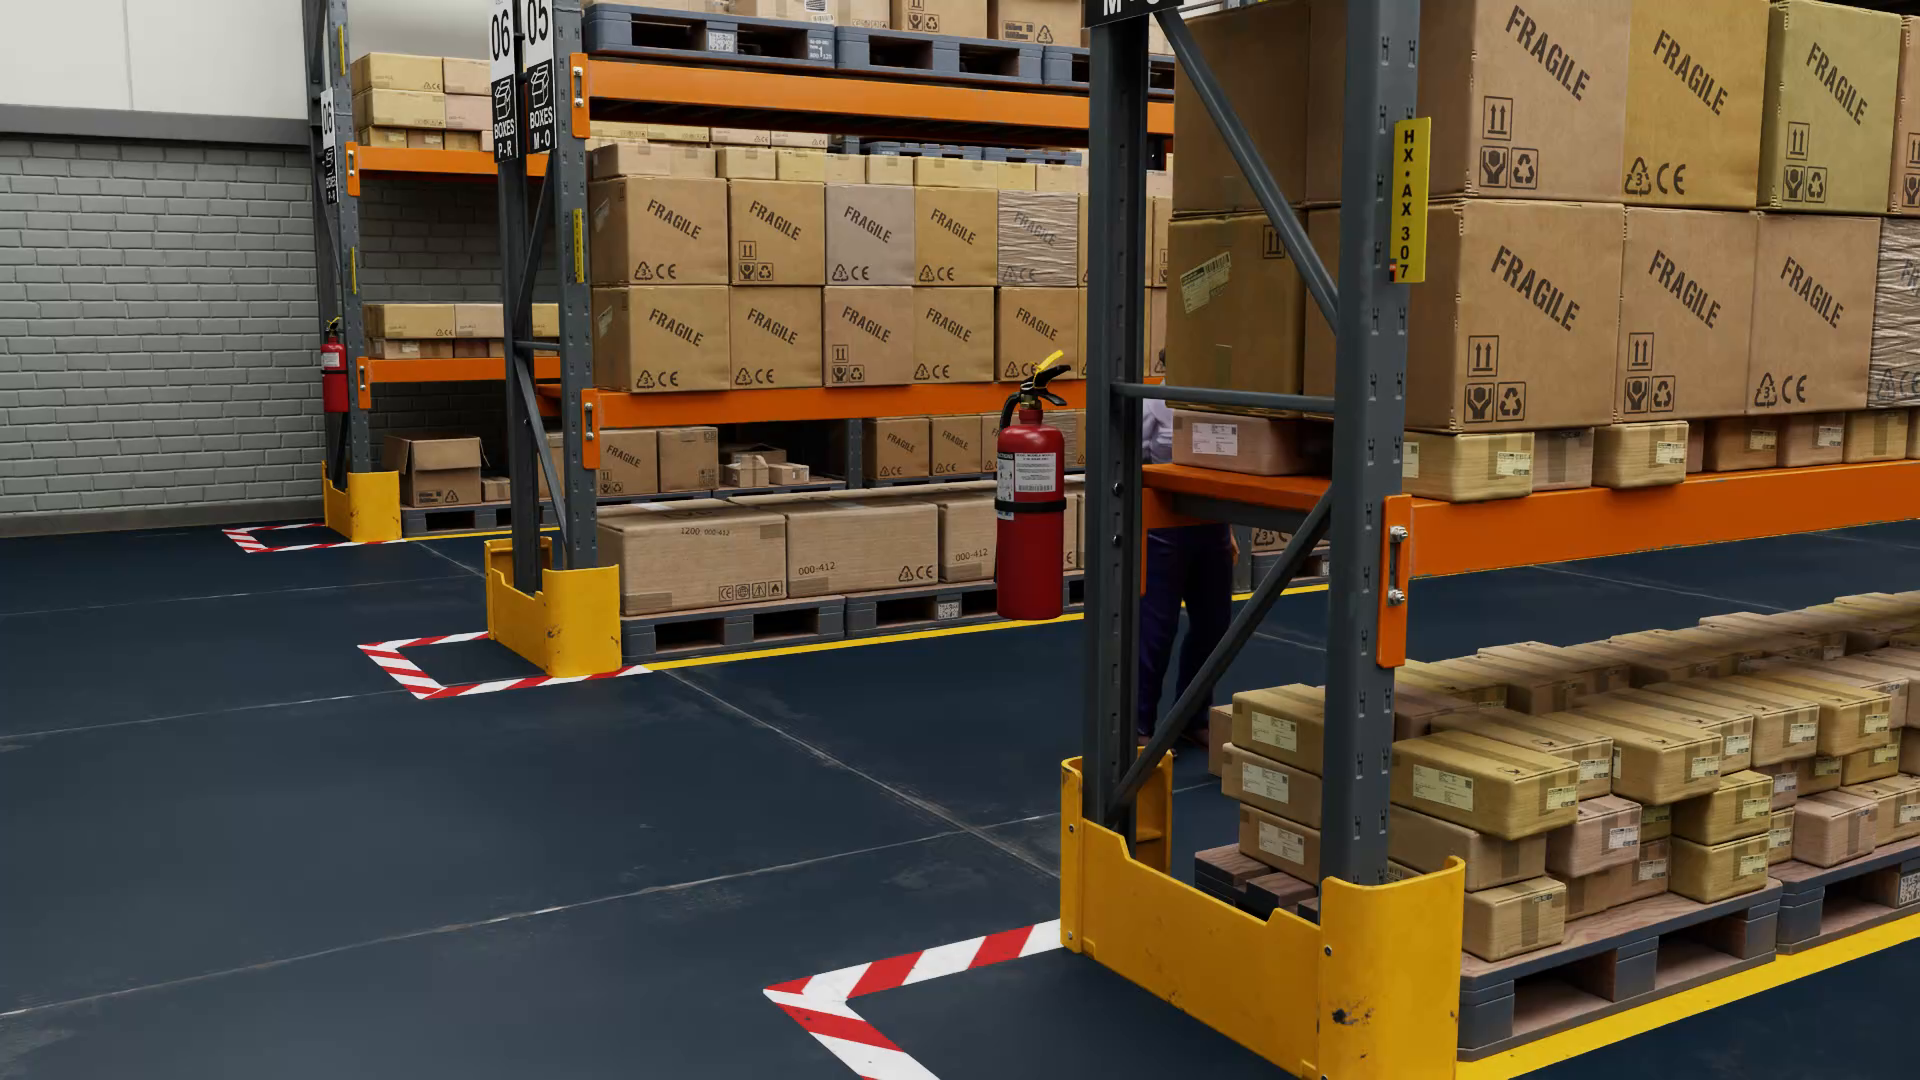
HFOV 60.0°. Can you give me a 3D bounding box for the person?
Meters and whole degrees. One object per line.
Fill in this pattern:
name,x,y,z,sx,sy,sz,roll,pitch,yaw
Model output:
person,0.860,0.007,6.393,0.472,1.649,0.340,-5,10,-30
